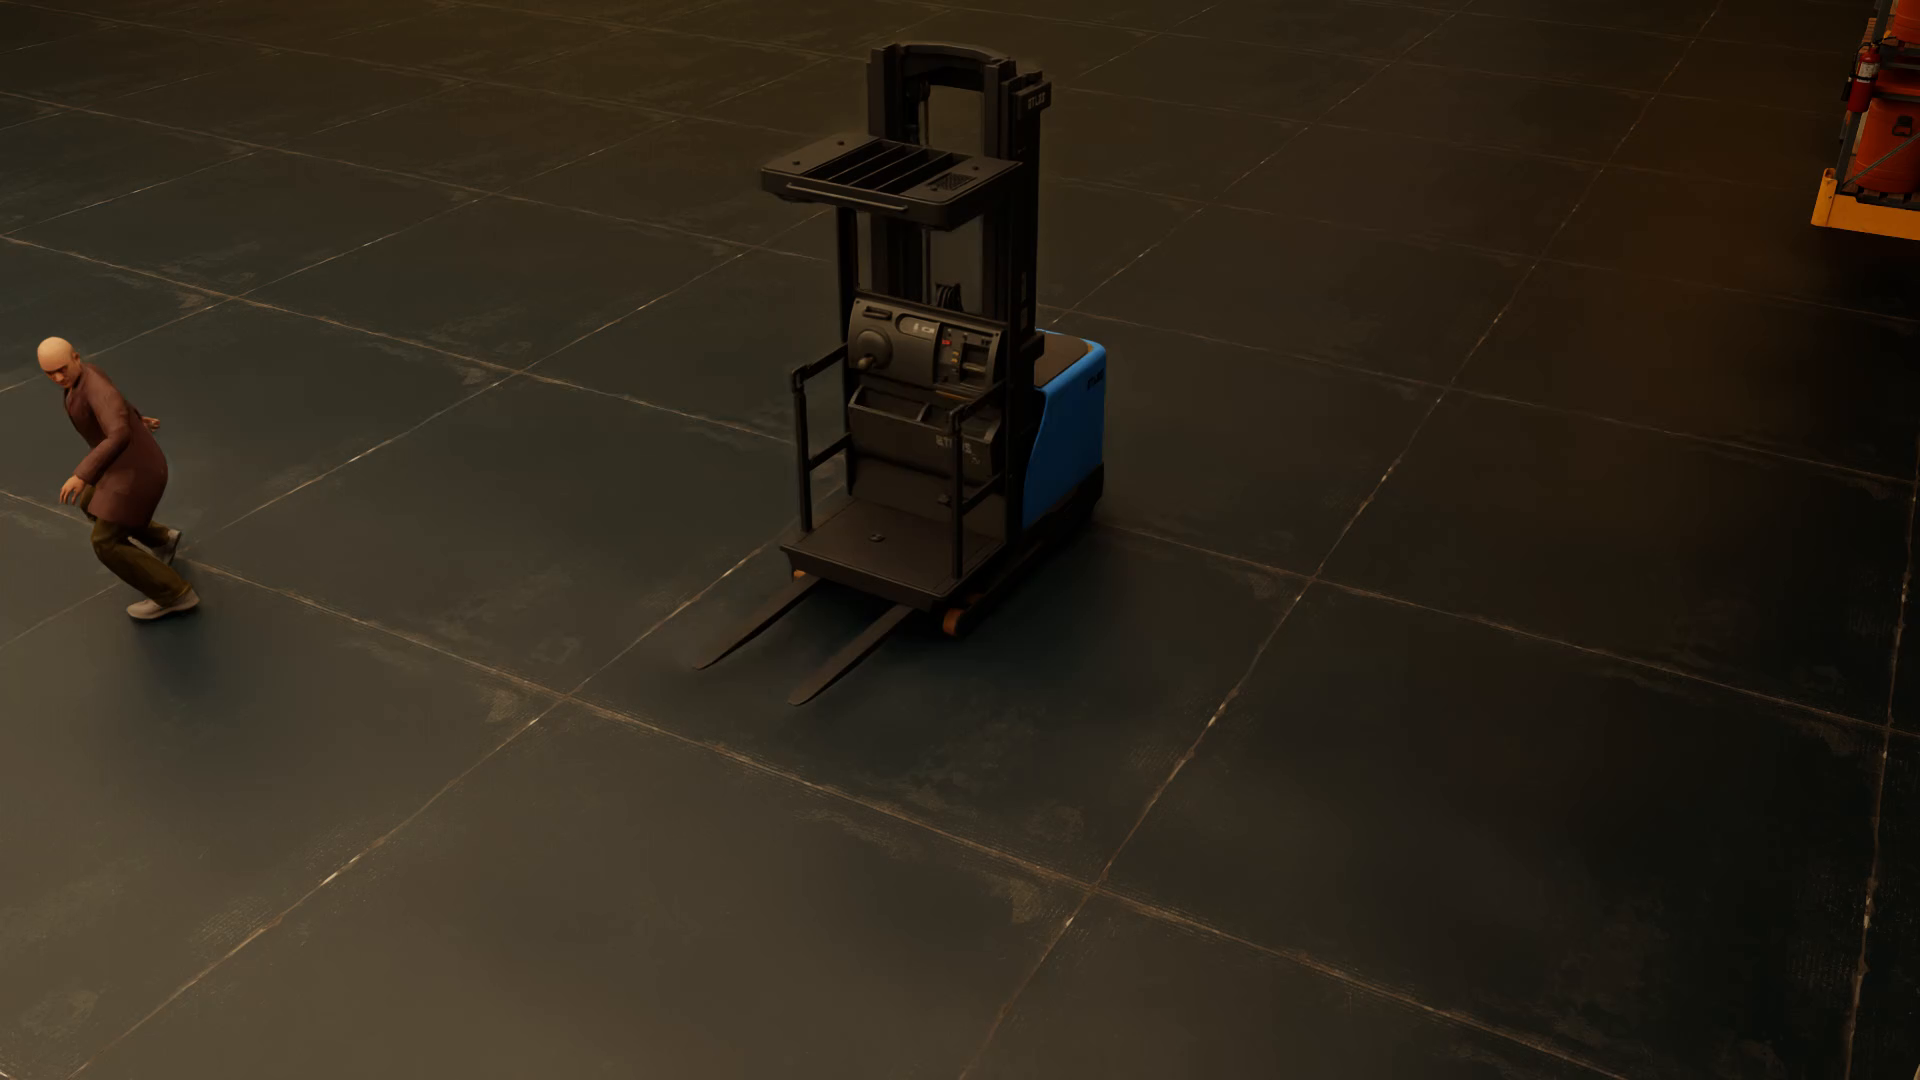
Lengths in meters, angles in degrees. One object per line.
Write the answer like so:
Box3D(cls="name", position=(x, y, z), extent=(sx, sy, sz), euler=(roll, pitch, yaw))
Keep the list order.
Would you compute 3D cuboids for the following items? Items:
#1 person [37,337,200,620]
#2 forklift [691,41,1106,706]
Box3D(cls="person", position=(-4.633, -0.368, 9.131), extent=(0.539, 1.689, 1.069), euler=(-14, 33, -23))
Box3D(cls="forklift", position=(-0.305, -0.999, 8.802), extent=(1.130, 2.935, 3.031), euler=(17, 34, 26))
